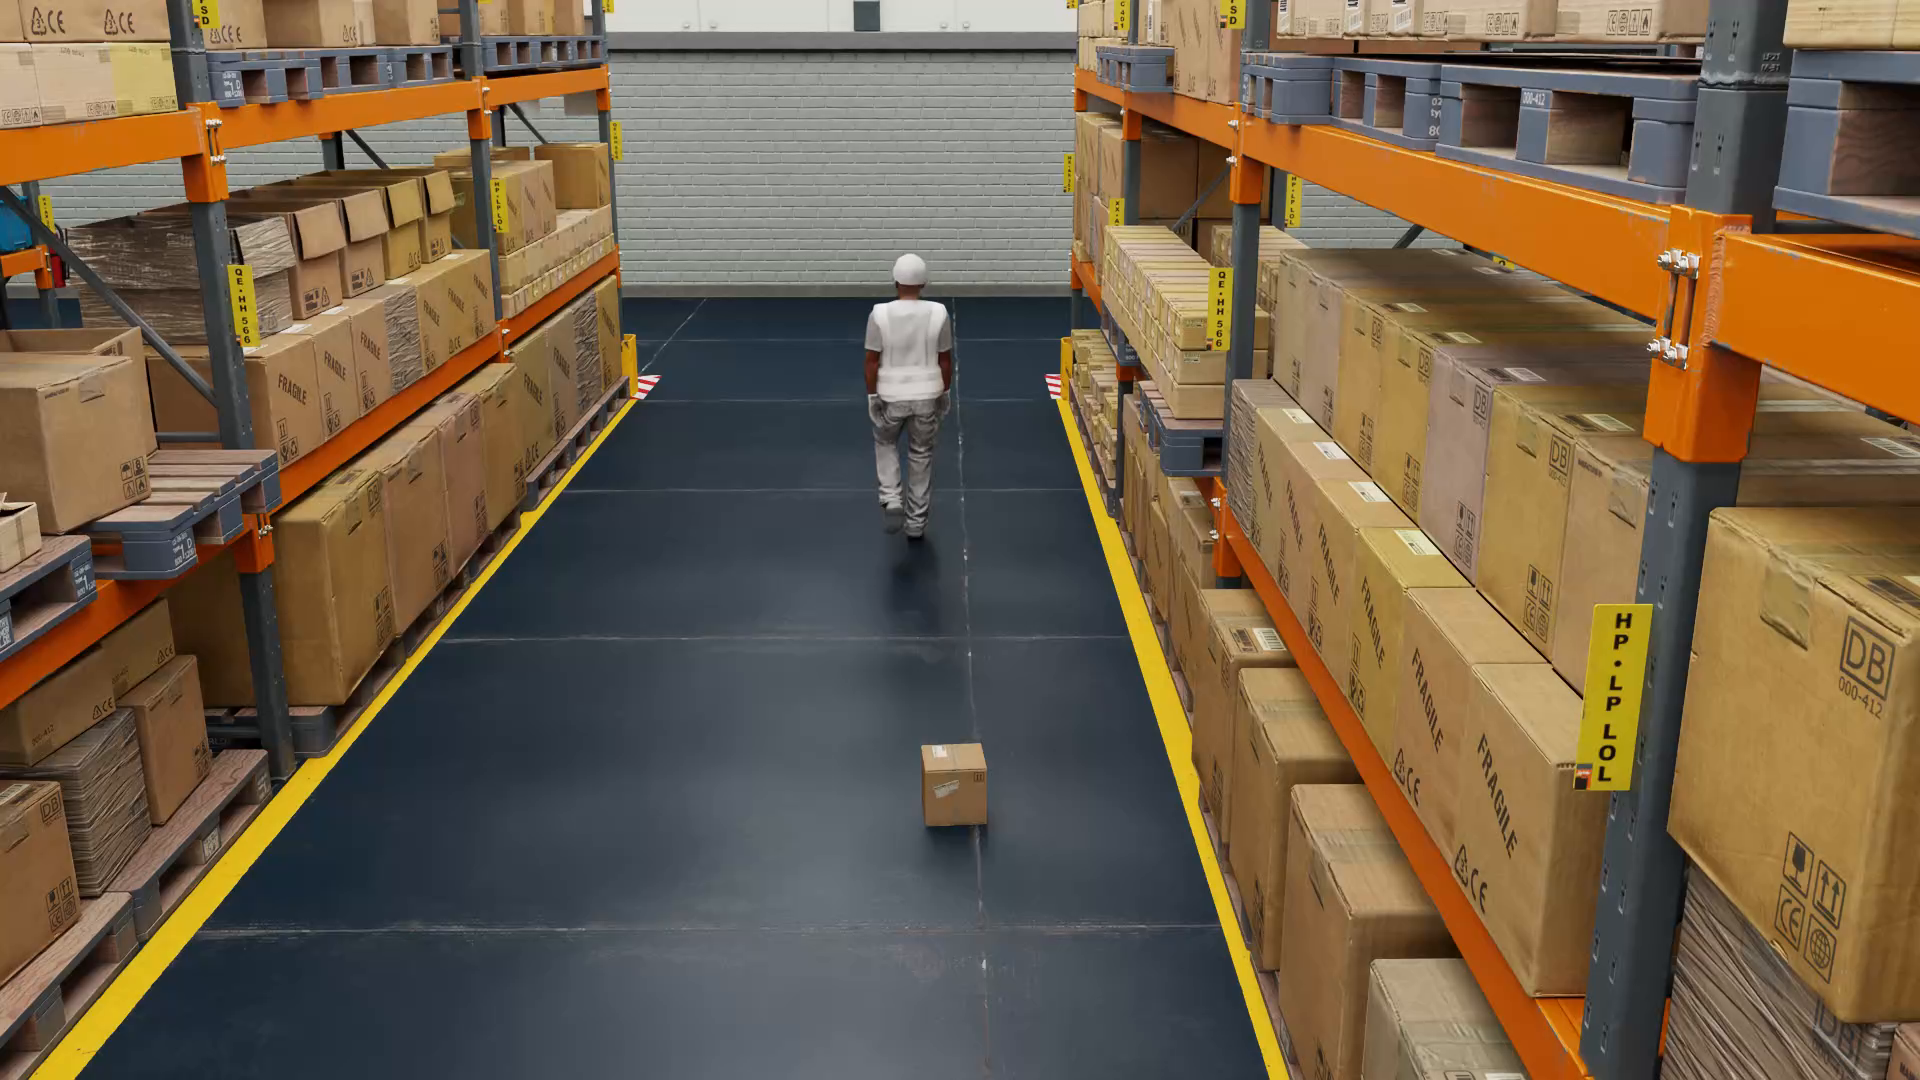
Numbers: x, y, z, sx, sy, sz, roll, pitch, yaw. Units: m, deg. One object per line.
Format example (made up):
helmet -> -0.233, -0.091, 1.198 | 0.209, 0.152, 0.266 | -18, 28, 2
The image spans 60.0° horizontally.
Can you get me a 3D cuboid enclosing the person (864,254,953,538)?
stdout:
person -> -0.320, -0.904, 10.400 | 0.545, 1.777, 0.471 | -1, 17, -3
